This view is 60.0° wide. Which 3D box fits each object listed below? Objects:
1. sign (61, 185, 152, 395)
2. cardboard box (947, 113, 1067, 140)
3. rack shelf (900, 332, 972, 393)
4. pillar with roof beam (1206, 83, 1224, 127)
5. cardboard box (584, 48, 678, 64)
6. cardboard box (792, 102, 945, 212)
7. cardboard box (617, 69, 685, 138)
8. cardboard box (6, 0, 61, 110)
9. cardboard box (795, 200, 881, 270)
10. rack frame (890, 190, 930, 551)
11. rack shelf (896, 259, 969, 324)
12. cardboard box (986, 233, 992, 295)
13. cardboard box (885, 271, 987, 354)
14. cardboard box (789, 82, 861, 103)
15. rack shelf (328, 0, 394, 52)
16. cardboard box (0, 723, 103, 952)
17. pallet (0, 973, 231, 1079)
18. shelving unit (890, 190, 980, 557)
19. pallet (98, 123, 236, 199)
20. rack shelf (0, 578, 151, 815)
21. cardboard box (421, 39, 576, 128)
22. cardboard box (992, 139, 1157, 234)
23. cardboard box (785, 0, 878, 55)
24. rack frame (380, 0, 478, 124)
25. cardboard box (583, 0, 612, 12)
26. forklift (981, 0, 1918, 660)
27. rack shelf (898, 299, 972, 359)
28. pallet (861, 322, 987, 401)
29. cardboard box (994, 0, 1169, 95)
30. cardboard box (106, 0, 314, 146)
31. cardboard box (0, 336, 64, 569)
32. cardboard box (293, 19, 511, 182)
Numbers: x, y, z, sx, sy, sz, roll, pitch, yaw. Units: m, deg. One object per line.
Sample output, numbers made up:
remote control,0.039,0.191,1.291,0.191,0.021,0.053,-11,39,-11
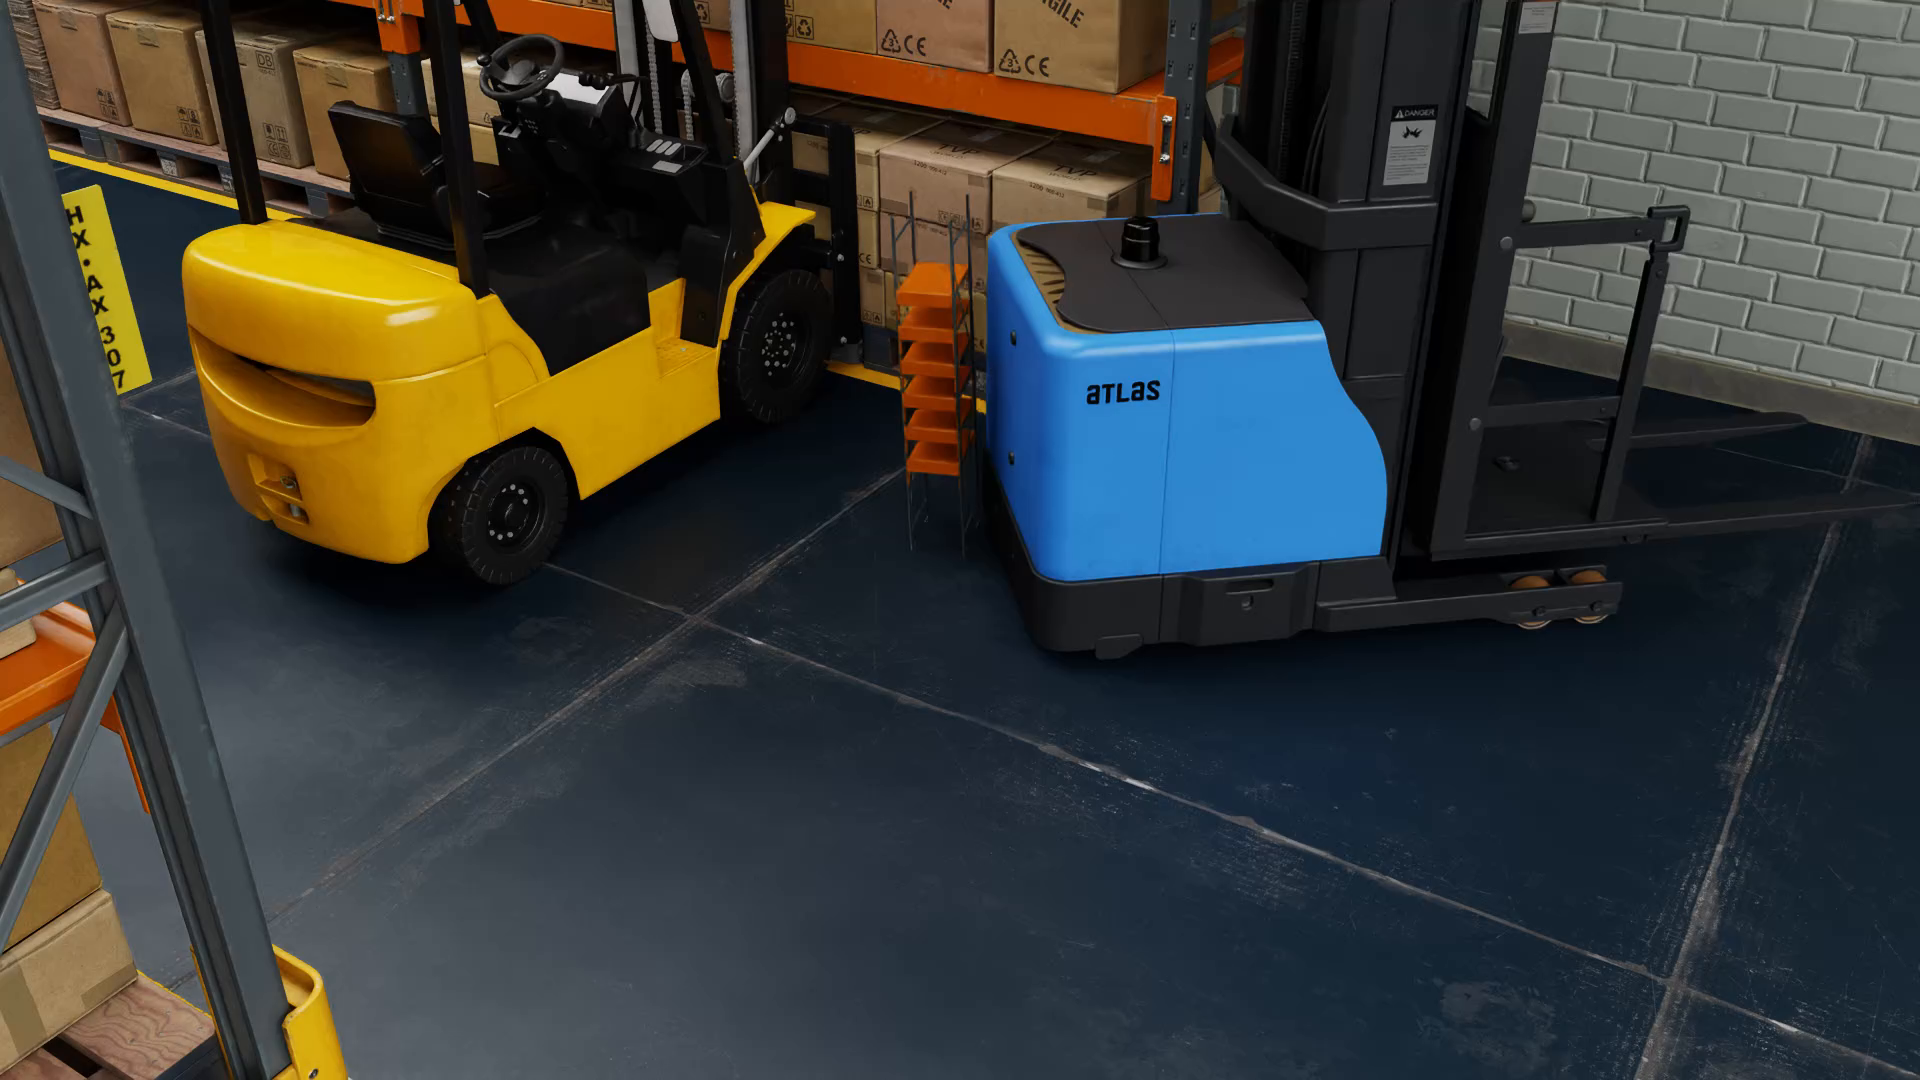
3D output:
sign,-1.328,-0.376,2.558,0.005,0.325,0.100,18,35,27
cardboard box,0.288,-1.657,6.933,0.500,0.250,0.500,18,35,27
rack shelf,-0.073,-0.585,5.397,0.180,0.103,0.258,6,33,13
pillar with roof beam,-1.380,-3.215,2.330,0.400,9.000,9.100,18,35,27
cardboard box,-1.411,-2.208,7.878,0.500,0.250,0.500,17,34,27
cardboard box,-0.404,-1.571,6.785,0.500,0.250,0.500,18,35,28
cardboard box,-1.270,-1.854,7.270,0.500,0.250,0.500,19,35,29
cardboard box,-5.235,-3.015,9.882,0.625,0.625,0.875,19,35,29
cardboard box,-0.426,-1.365,6.928,0.500,0.250,0.500,17,34,26
rack frame,-0.159,-0.531,5.458,0.006,1.200,0.240,6,33,13
rack shelf,-0.081,-0.788,5.269,0.180,0.103,0.258,6,33,13
cardboard box,0.441,-1.096,6.468,0.500,0.250,0.500,17,34,27
cardboard box,0.038,-1.012,6.819,0.500,0.250,0.500,18,35,27
cardboard box,-0.560,-1.936,7.411,0.500,0.250,0.500,17,34,26
rack shelf,-4.062,-3.186,8.949,4.000,0.370,1.077,18,35,27
cardboard box,-2.173,0.572,3.360,0.500,0.500,0.500,16,34,26
pallet,-2.350,1.181,3.516,1.213,0.211,1.003,18,35,27
shelving unit,-0.070,-0.522,5.438,0.189,1.200,0.258,6,33,13
pallet,-4.050,-2.264,9.421,1.213,0.211,1.003,18,35,27
rack shelf,-3.310,0.005,3.479,4.000,0.370,1.077,18,35,27
cardboard box,-2.125,-2.123,7.732,0.500,0.250,0.500,17,34,27
cardboard box,0.464,-1.305,6.331,0.500,0.250,0.500,19,35,29
cardboard box,-0.405,-2.233,6.501,0.500,0.500,0.500,17,34,26
rack frame,-2.368,-2.961,7.849,0.127,3.000,1.000,18,35,27
cardboard box,-1.252,-2.506,6.970,0.500,0.500,0.500,17,34,27
forklift,1.640,-1.242,4.971,3.031,2.935,1.130,-5,31,-8
rack shelf,-0.077,-0.687,5.333,0.180,0.103,0.258,6,33,13
pallet,0.350,-0.872,7.035,1.213,0.211,1.003,18,35,27
cardboard box,0.463,-1.953,6.021,0.500,0.500,0.500,17,34,26
cardboard box,-4.107,-2.664,9.279,0.625,0.625,0.875,16,34,25
cardboard box,-1.870,-0.187,2.699,0.500,0.500,0.500,17,34,27
cardboard box,-2.816,-2.252,8.573,0.625,0.625,0.875,19,35,29
